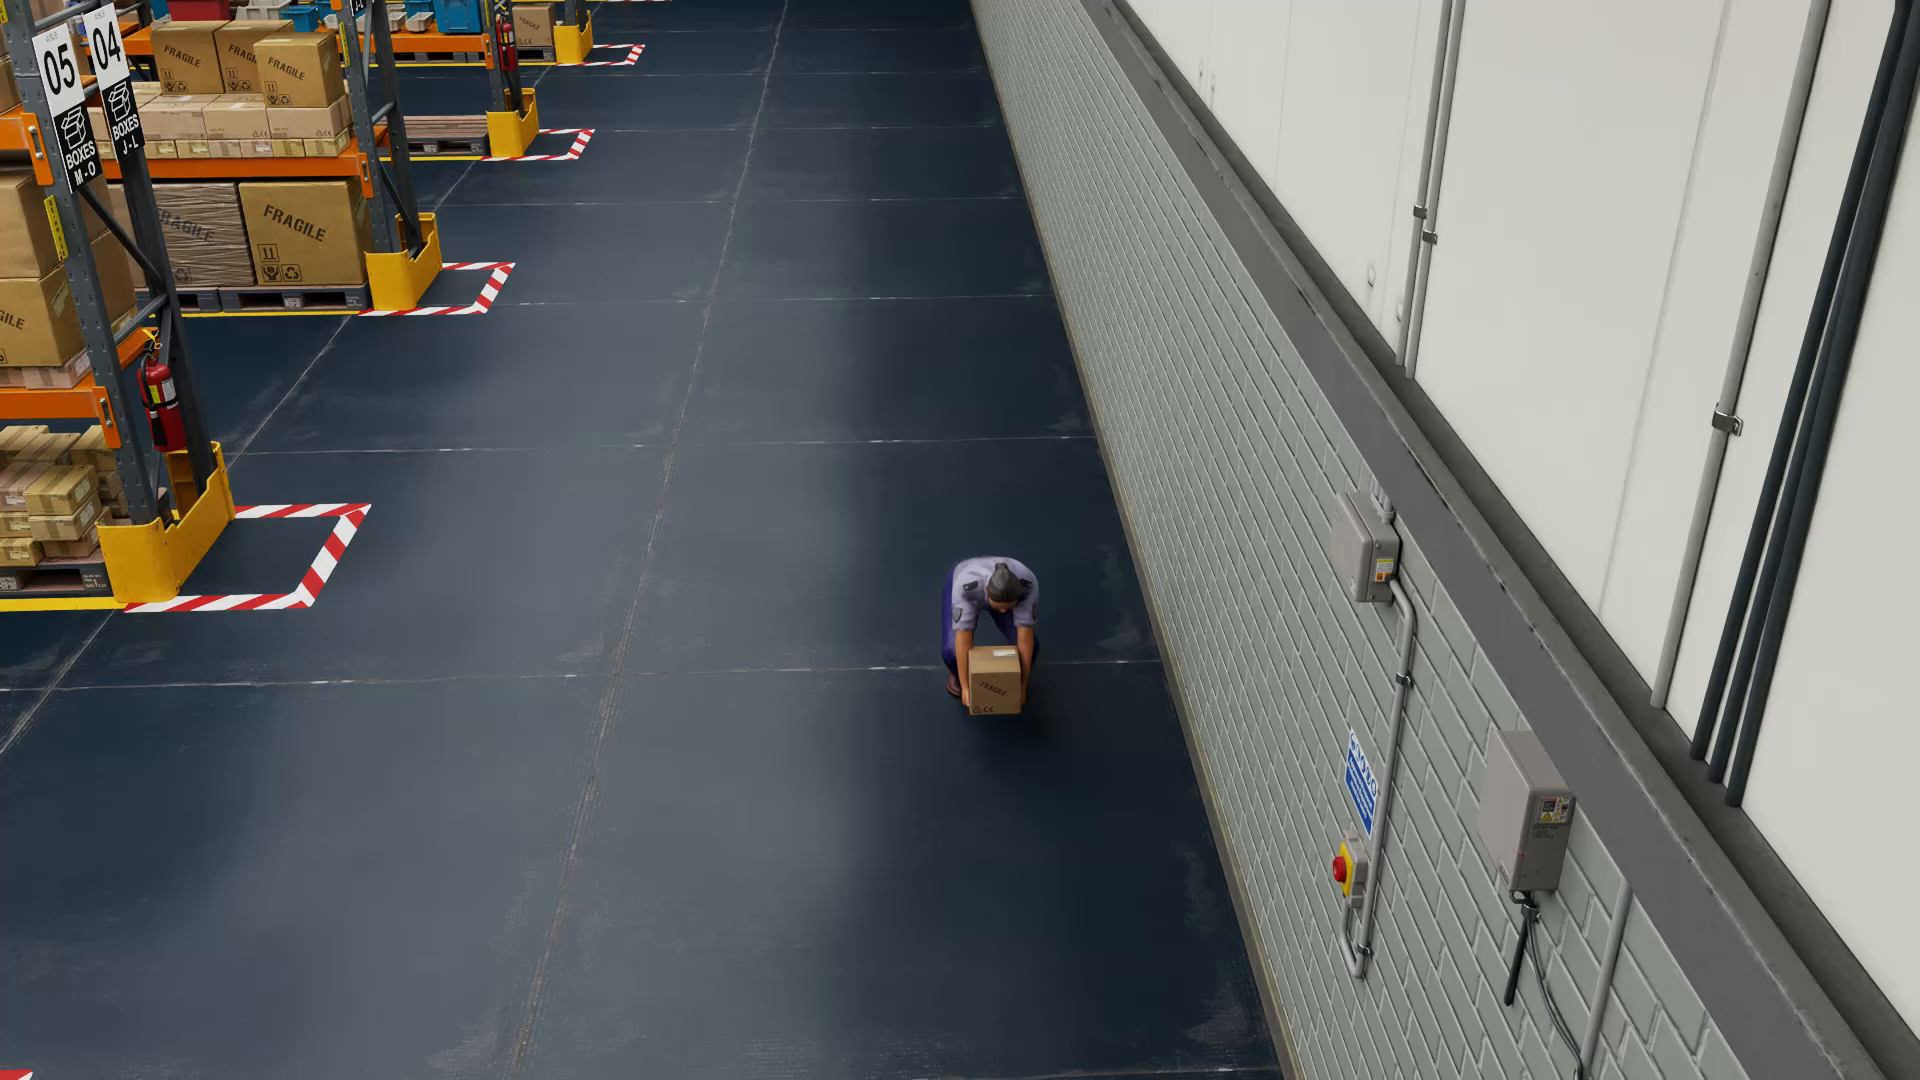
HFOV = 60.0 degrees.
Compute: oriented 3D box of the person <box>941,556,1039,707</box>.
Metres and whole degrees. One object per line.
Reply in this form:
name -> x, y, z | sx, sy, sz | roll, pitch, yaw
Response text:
person -> 0.153, 0.426, 8.604 | 0.509, 0.936, 0.866 | -2, 28, -4
